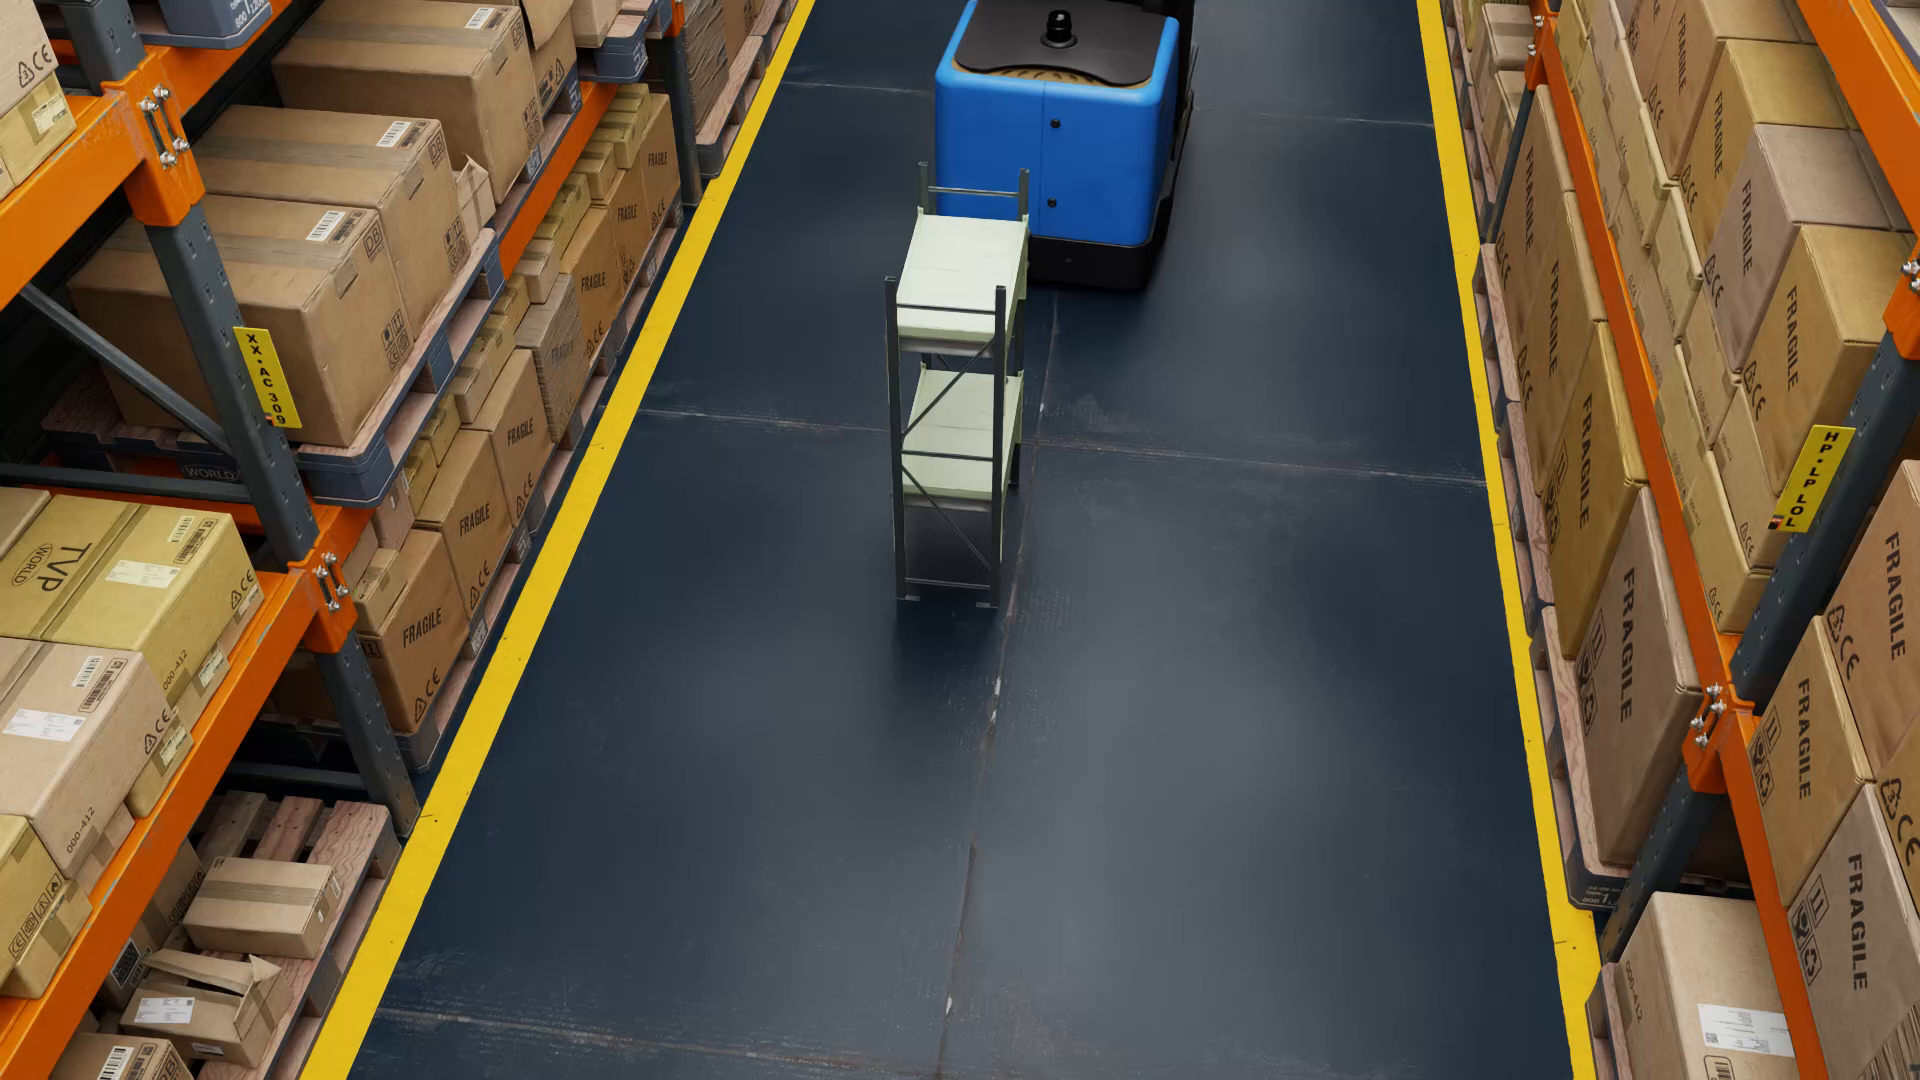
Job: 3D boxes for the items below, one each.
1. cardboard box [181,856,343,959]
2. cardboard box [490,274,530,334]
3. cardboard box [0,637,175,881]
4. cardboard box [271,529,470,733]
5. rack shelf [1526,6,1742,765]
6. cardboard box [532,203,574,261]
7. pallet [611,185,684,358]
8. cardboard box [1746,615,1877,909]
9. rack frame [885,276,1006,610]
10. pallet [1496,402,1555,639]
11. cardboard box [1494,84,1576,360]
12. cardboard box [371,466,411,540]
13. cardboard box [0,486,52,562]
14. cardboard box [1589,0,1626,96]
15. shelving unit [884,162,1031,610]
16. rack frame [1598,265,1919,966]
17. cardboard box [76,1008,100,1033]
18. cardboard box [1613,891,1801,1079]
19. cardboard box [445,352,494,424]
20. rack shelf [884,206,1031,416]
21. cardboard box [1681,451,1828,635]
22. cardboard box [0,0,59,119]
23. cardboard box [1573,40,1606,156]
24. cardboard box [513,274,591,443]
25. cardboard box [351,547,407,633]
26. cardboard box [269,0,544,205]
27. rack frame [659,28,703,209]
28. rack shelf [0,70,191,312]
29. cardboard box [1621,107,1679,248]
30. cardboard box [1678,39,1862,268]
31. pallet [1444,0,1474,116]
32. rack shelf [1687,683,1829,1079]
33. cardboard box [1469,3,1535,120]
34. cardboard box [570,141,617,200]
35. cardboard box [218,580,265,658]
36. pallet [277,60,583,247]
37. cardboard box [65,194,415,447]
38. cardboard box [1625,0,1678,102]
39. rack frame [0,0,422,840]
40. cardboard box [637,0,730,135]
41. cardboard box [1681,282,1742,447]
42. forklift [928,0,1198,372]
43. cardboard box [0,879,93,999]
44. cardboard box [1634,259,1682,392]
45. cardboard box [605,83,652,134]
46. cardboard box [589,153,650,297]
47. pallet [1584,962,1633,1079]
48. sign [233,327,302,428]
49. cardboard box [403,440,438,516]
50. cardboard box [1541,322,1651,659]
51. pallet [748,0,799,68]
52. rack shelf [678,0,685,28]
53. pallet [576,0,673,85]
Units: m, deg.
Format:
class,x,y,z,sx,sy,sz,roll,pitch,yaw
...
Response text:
class,x,y,z,sx,sy,sz,roll,pitch,yaw
cardboard box,-2.150,1.134,5.139,0.380,0.149,0.250,4,44,4
cardboard box,-1.939,-0.938,6.600,0.380,0.149,0.250,5,44,6
cardboard box,-2.245,0.503,3.930,0.500,0.250,0.500,5,44,6
cardboard box,-2.081,0.291,5.774,0.500,0.500,0.500,7,44,7
rack shelf,2.817,-0.809,5.945,1.077,0.370,4.000,5,44,6
cardboard box,-1.849,-1.292,6.974,0.380,0.149,0.250,5,44,5
pallet,-1.975,-1.363,8.036,1.003,0.211,1.213,5,44,6
cardboard box,2.231,0.553,3.912,0.500,0.500,0.500,7,44,7
rack frame,-0.048,-0.300,5.976,0.400,1.500,0.023,5,44,6
pallet,2.739,-0.061,6.661,1.003,0.211,1.213,5,44,6
cardboard box,2.908,-1.351,7.235,0.875,0.875,0.875,5,44,5
cardboard box,-2.070,-0.145,5.546,0.380,0.149,0.250,3,44,3
cardboard box,-2.701,0.104,4.351,0.500,0.250,0.500,5,44,5
cardboard box,2.701,-1.885,6.304,0.500,0.250,0.500,6,44,7
shelving unit,0.001,-0.549,6.239,0.431,1.500,0.755,5,44,6
rack frame,2.553,0.293,4.259,1.000,3.000,0.127,5,44,6
cardboard box,-2.747,1.452,4.803,0.380,0.149,0.250,5,44,5
cardboard box,2.364,1.489,4.554,0.875,0.438,0.875,5,44,5
cardboard box,-1.981,-0.583,6.225,0.380,0.149,0.250,5,44,5
rack shelf,0.001,-0.833,5.971,0.431,0.370,0.720,5,44,6
cardboard box,2.362,0.019,4.657,0.500,0.250,0.500,4,44,5
cardboard box,-2.183,-0.946,3.279,0.500,0.250,0.500,5,44,6
cardboard box,2.717,-1.716,6.490,0.500,0.250,0.500,4,44,4
cardboard box,-1.875,-0.766,6.890,0.500,0.500,0.500,4,44,4
cardboard box,-2.056,0.144,5.457,0.380,0.149,0.250,7,44,7
cardboard box,-1.910,-1.541,5.818,0.700,0.500,0.500,5,44,5
rack frame,-1.839,-2.881,7.611,1.000,3.000,0.127,5,44,6
rack shelf,-2.632,0.380,2.509,1.077,0.370,4.000,5,44,6
cardboard box,2.542,-1.202,5.583,0.500,0.250,0.500,6,44,6
cardboard box,2.511,-1.130,4.962,0.500,0.500,0.500,6,44,7
pallet,3.350,-2.782,9.534,1.003,0.211,1.213,5,44,6
rack shelf,2.289,1.918,3.066,1.077,0.370,4.000,5,44,6
cardboard box,3.256,-2.519,8.834,0.950,0.372,0.625,4,44,5
cardboard box,-1.737,-1.638,7.339,0.380,0.149,0.250,4,44,4
cardboard box,-2.159,0.176,4.565,0.380,0.149,0.250,6,44,6
pallet,-2.091,-1.486,6.277,1.003,0.211,1.213,5,44,6
cardboard box,-2.082,-0.653,4.880,0.700,0.500,0.500,6,44,7
cardboard box,2.634,-1.828,5.699,0.500,0.500,0.500,6,44,7
rack frame,-2.368,-0.155,4.732,1.000,3.000,0.127,5,44,6
cardboard box,-1.743,-2.595,8.731,0.875,0.625,0.625,7,44,7
cardboard box,2.429,-0.498,4.839,0.500,0.250,0.500,6,44,7
forklift,8.925,-0.408,4.901,19.036,3.140,7.960,8,44,9
cardboard box,-2.250,0.888,3.813,0.380,0.149,0.250,5,44,5
cardboard box,2.516,-0.670,5.385,0.500,0.250,0.500,4,44,4
cardboard box,-1.653,-2.002,7.724,0.380,0.149,0.250,3,44,3
cardboard box,-1.758,-1.478,7.642,0.500,0.500,0.500,5,44,5
pallet,2.375,1.817,4.678,1.003,0.211,1.213,5,44,6
sign,-1.829,-0.426,4.388,0.100,0.325,0.005,5,44,6
cardboard box,-2.074,-0.228,5.850,0.380,0.149,0.250,3,44,3
cardboard box,2.667,-0.134,5.950,0.875,0.875,0.875,6,44,7
pallet,-1.528,-3.255,10.035,1.003,0.211,1.213,5,44,6
rack shelf,-1.574,-3.983,9.298,1.077,0.370,4.000,5,44,6
pallet,-1.859,-2.343,7.183,1.213,0.211,1.003,5,44,6
